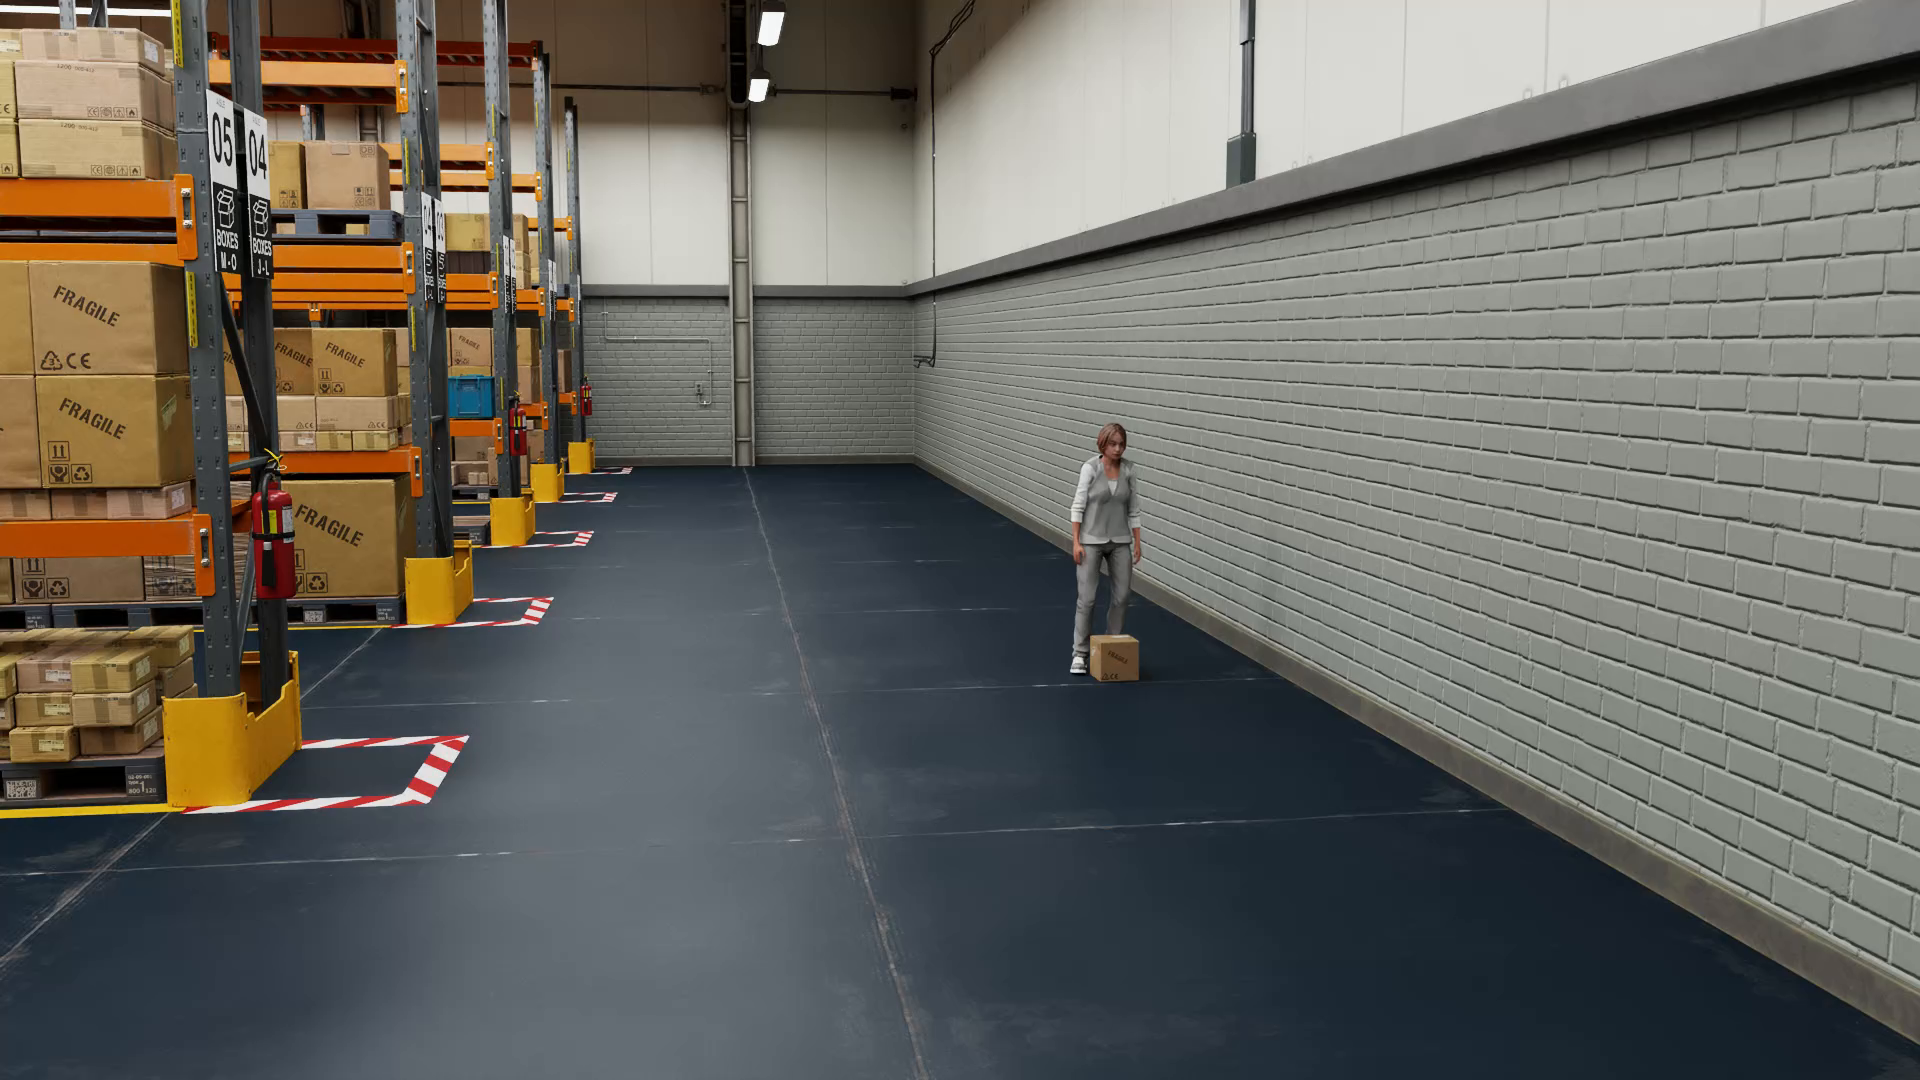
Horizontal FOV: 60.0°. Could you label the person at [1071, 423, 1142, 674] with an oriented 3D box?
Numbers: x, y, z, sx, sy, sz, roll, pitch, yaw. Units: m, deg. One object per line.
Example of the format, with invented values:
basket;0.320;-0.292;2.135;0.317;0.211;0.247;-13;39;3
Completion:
person;0.929;0.047;10.625;0.485;1.593;0.346;-1;7;-12
